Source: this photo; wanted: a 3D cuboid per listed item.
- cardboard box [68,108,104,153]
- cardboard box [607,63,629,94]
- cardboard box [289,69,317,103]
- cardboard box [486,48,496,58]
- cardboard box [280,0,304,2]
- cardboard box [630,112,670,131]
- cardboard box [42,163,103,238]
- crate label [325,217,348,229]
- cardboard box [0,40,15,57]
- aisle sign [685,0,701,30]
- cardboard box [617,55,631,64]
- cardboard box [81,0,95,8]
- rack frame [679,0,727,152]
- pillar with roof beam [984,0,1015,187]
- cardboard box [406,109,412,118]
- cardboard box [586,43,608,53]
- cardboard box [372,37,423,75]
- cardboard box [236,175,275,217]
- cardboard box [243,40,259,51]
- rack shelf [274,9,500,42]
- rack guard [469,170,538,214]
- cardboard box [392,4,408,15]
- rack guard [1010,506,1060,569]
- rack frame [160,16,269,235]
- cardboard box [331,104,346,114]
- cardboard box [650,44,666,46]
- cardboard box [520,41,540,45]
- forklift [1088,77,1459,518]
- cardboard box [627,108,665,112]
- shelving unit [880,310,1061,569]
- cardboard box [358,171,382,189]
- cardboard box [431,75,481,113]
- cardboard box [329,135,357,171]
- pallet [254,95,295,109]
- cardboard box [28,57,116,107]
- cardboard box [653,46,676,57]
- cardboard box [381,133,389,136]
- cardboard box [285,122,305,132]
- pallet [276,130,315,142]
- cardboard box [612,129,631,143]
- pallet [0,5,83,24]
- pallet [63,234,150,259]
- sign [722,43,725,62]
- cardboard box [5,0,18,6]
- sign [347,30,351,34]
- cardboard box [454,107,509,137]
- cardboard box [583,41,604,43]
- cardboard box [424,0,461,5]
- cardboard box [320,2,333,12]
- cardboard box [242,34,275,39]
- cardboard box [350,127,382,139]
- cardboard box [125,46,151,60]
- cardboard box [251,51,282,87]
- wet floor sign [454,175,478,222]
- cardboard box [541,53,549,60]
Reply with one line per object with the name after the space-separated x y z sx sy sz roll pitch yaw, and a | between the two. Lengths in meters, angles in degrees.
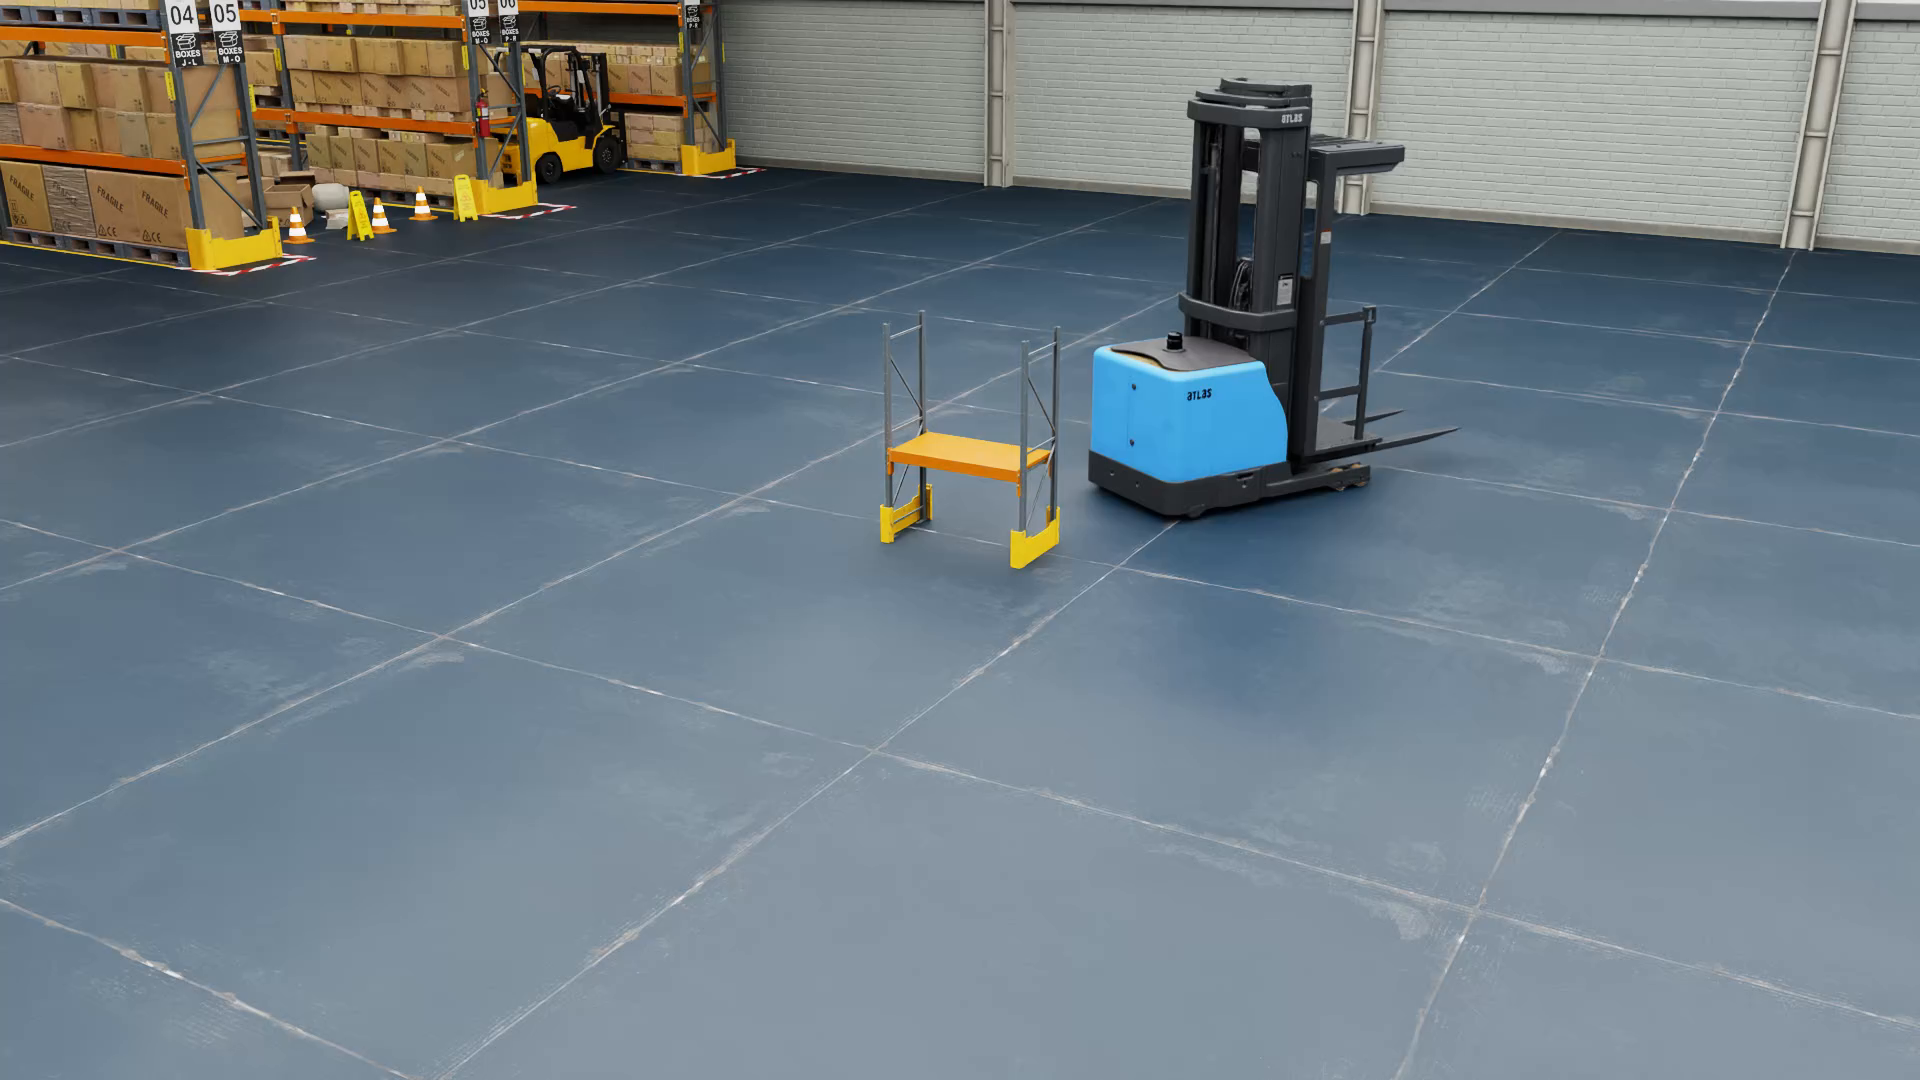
-10.919 -5.346 21.485 0.500 0.550 0.875 11 23 27 | cardboard box
-5.882 -8.130 29.232 0.500 0.500 0.500 10 22 26 | cardboard box
-10.090 -7.123 26.019 0.500 0.500 0.500 11 23 27 | cardboard box
-8.561 -8.951 30.543 0.250 0.149 0.380 10 22 27 | cardboard box
-10.087 -8.417 25.555 0.500 0.250 0.500 10 22 26 | cardboard box
-5.431 -7.347 29.170 0.500 0.250 0.500 11 23 28 | cardboard box
-11.360 -4.526 21.944 0.875 0.875 0.875 11 23 28 | cardboard box
-8.812 -4.494 23.553 0.298 0.136 0.250 0 20 -1 | crate label
-16.621 -8.704 29.350 0.500 0.500 0.500 11 22 27 | cardboard box
-4.514 -9.029 28.045 0.004 0.787 0.394 11 23 27 | aisle sign
-5.769 -8.401 29.029 0.250 0.149 0.380 10 22 26 | cardboard box
-10.516 -6.597 20.359 0.250 0.149 0.380 10 22 27 | cardboard box
-4.429 -7.905 28.759 0.127 3.000 1.000 11 23 27 | rack frame
-1.458 -8.830 22.511 0.400 9.000 9.100 11 23 27 | pillar with roof beam
-8.160 -6.484 25.209 0.250 0.149 0.380 11 23 28 | cardboard box
-6.397 -8.694 29.400 0.250 0.149 0.380 11 23 28 | cardboard box
-8.332 -7.244 24.888 0.500 0.500 0.700 10 22 27 | cardboard box
-10.435 -5.009 24.236 0.503 0.637 0.797 11 23 27 | cardboard box
-11.459 -7.902 26.599 0.250 0.149 0.380 10 22 26 | cardboard box
-8.592 -7.831 25.212 4.000 0.370 1.077 11 23 27 | rack shelf
-6.912 -5.264 25.145 0.348 0.500 1.175 11 23 27 | rack guard
-8.172 -7.870 24.632 0.250 0.149 0.380 11 22 27 | cardboard box
0.501 -0.022 11.059 0.087 0.250 0.587 11 23 27 | rack guard
-9.172 -4.936 20.575 0.127 3.000 1.000 11 23 27 | rack frame
-9.528 -6.713 25.841 0.250 0.149 0.380 12 23 29 | cardboard box
-5.276 -8.655 29.293 0.250 0.149 0.380 11 23 28 | cardboard box
-7.787 -8.921 30.025 0.250 0.149 0.380 11 23 28 | cardboard box
2.484 -1.886 12.267 3.031 2.935 1.130 -12 23 -29 | forklift
-5.625 -7.585 29.826 0.500 0.250 0.500 11 22 27 | cardboard box
0.067 -0.692 11.074 1.083 1.500 0.587 11 23 27 | shelving unit
-9.019 -5.646 25.946 0.500 0.250 0.500 10 22 27 | cardboard box
-7.454 -6.622 24.639 0.500 0.500 0.500 10 22 26 | cardboard box
-9.482 -6.085 26.059 0.500 0.500 0.500 12 23 29 | cardboard box
-10.934 -7.172 27.020 1.213 0.211 1.003 11 23 27 | pallet
-11.417 -5.921 21.485 0.550 0.550 0.875 11 23 27 | cardboard box
-5.075 -8.426 28.660 0.250 0.149 0.380 11 23 27 | cardboard box
-8.800 -6.162 26.271 0.500 0.500 0.500 12 23 30 | cardboard box
-13.239 -8.518 33.497 0.500 0.500 0.500 10 22 25 | cardboard box
-13.107 -8.263 33.836 1.213 0.211 1.003 11 23 27 | pallet
-5.899 -7.199 29.496 0.500 0.250 0.500 10 22 26 | cardboard box
-11.955 -6.831 21.529 1.213 0.211 1.003 11 23 27 | pallet
-10.969 -3.938 21.913 1.213 0.211 1.003 11 23 27 | pallet
-4.153 -8.514 29.051 0.005 0.325 0.100 11 23 27 | sign
-11.849 -6.850 21.058 0.250 0.149 0.380 10 22 26 | cardboard box
-11.669 -9.580 31.793 0.005 0.325 0.100 11 23 27 | sign
-9.055 -7.866 31.518 0.625 0.625 0.875 11 22 27 | cardboard box
-6.592 -8.933 30.058 0.250 0.149 0.380 10 22 26 | cardboard box
-7.424 -7.911 24.161 0.500 0.250 0.500 10 22 27 | cardboard box
-9.515 -8.137 25.368 0.250 0.149 0.380 12 23 29 | cardboard box
-14.139 -9.912 33.529 0.500 0.500 0.700 11 23 28 | cardboard box
-9.189 -6.308 25.723 0.250 0.149 0.380 12 23 30 | cardboard box
-13.550 -7.998 27.816 0.500 0.500 0.500 10 22 26 | cardboard box
-10.853 -7.485 26.402 0.500 0.500 0.500 10 22 26 | cardboard box
-7.202 -4.970 24.120 0.267 0.644 0.232 -16 26 -38 | wet floor sign
-7.303 -8.713 29.889 0.250 0.149 0.380 11 23 27 | cardboard box
